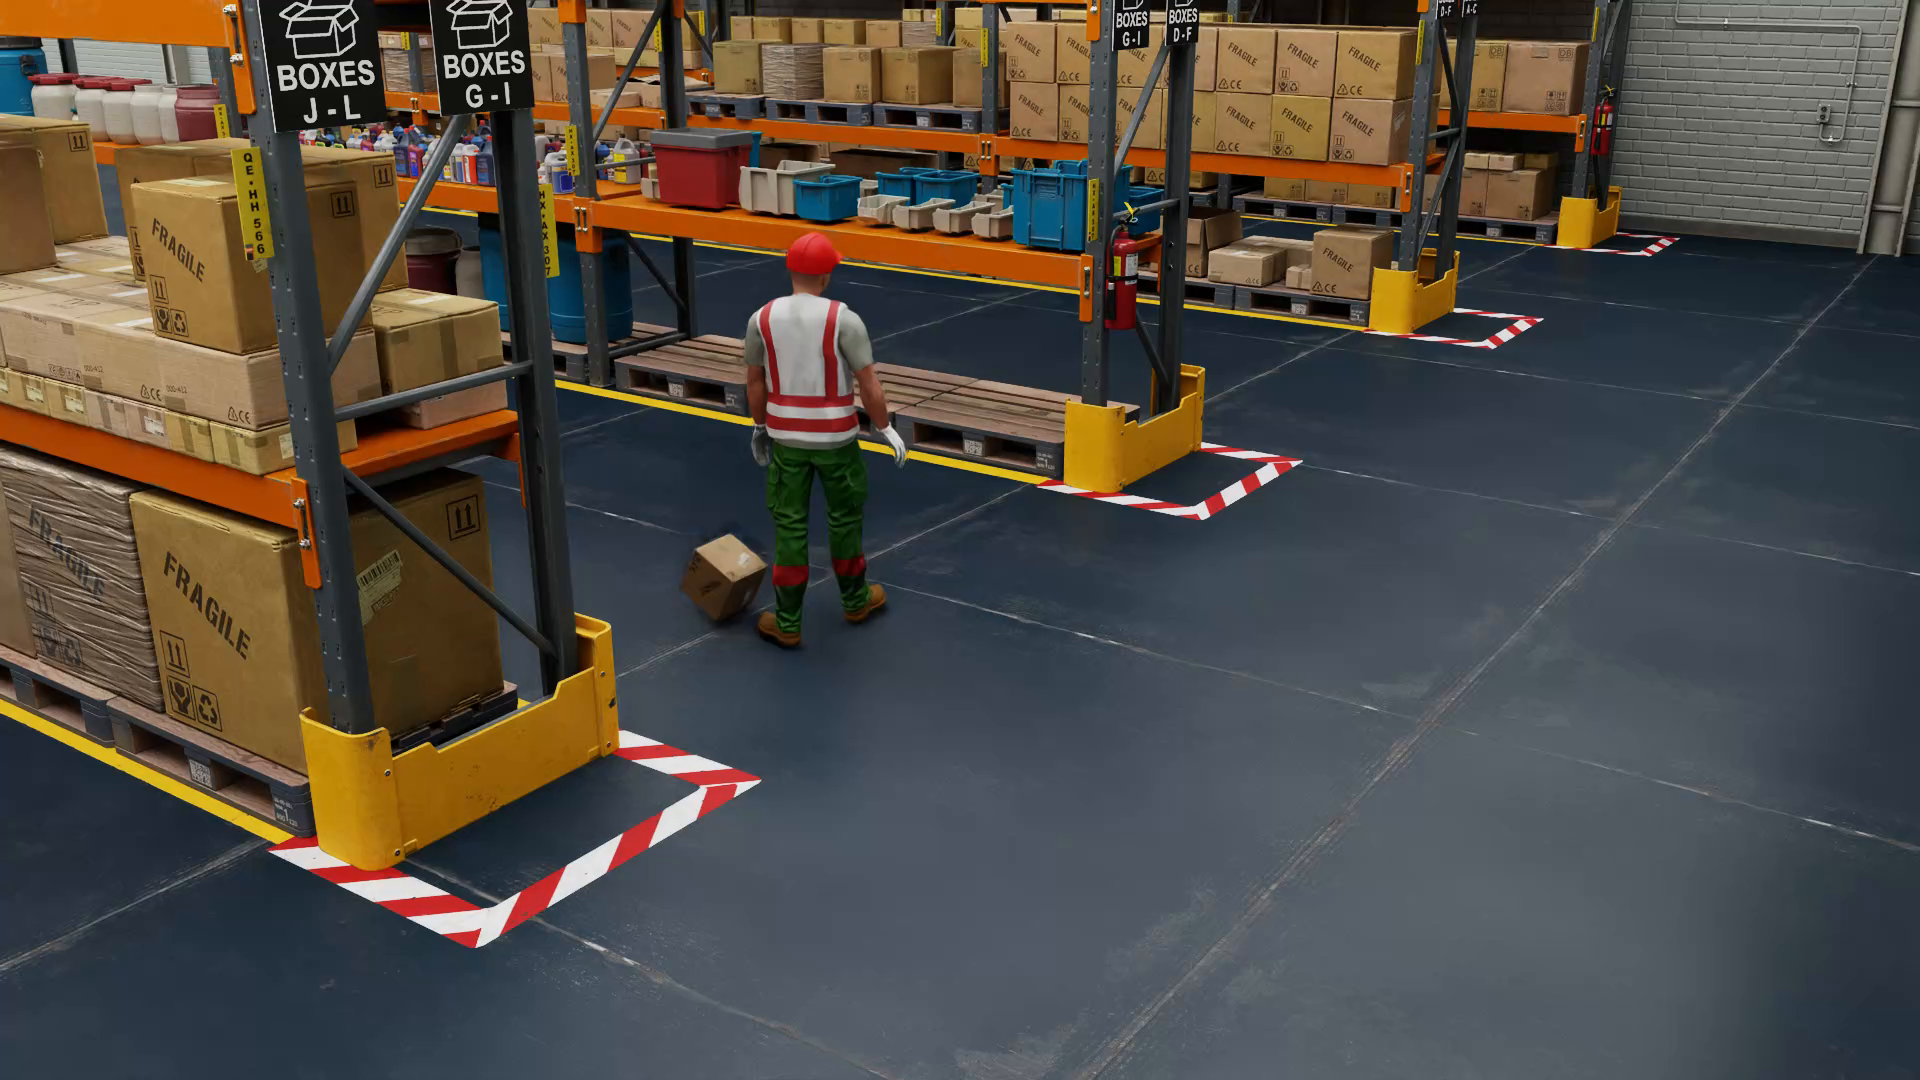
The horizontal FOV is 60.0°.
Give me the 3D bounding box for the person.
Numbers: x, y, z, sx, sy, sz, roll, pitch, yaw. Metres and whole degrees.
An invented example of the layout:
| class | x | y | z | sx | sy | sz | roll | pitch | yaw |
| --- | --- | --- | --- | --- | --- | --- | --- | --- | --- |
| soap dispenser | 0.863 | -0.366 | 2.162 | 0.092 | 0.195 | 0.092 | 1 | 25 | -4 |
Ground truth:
| class | x | y | z | sx | sy | sz | roll | pitch | yaw |
| --- | --- | --- | --- | --- | --- | --- | --- | --- | --- |
| person | -0.575 | -0.457 | 7.288 | 0.699 | 1.789 | 0.634 | 3 | 20 | 8 |
